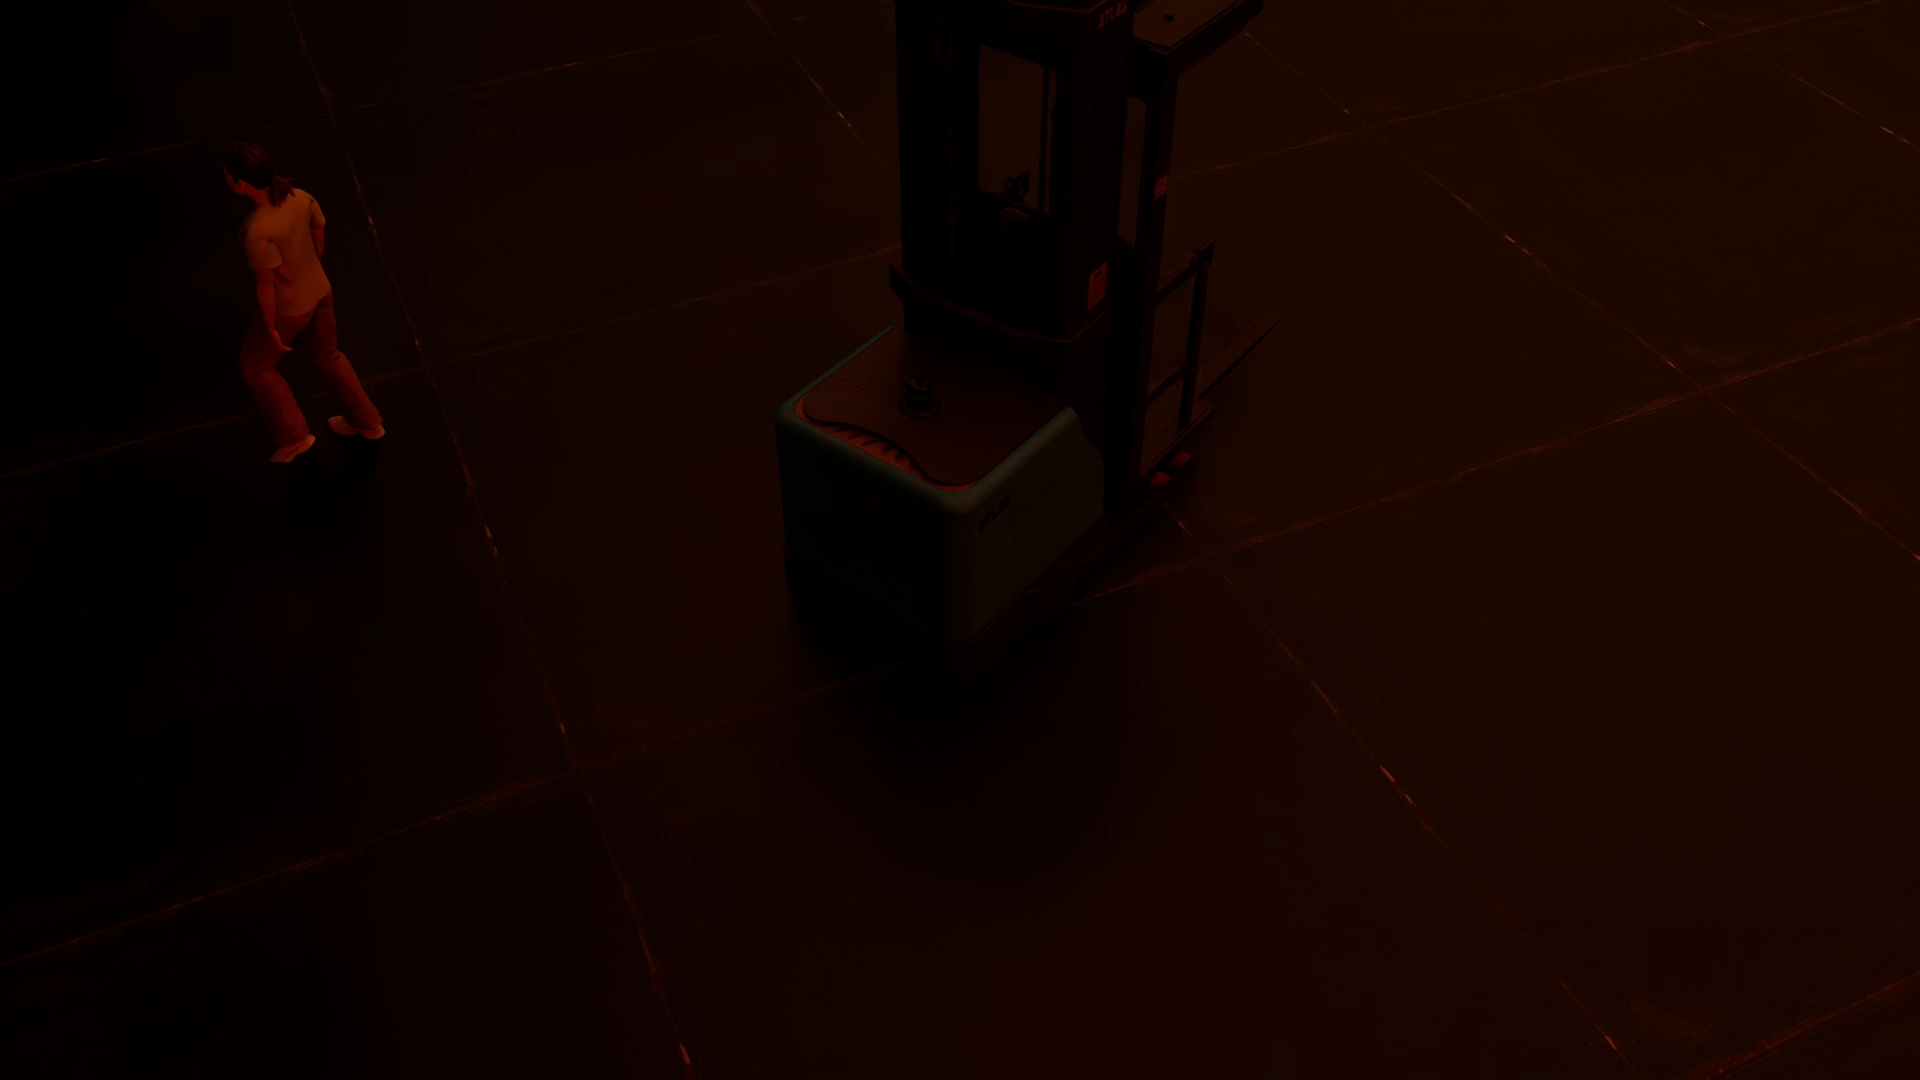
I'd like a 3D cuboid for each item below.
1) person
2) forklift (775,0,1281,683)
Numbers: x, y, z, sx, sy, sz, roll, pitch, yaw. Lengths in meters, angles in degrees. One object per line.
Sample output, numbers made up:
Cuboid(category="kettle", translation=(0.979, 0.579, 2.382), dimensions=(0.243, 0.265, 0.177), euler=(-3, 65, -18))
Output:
Cuboid(category="person", translation=(-3.156, -1.105, 7.845), dimensions=(0.497, 1.710, 0.564), euler=(11, 44, 11))
Cuboid(category="forklift", translation=(0.512, -1.418, 7.199), dimensions=(1.130, 2.935, 3.031), euler=(27, 50, 26))
